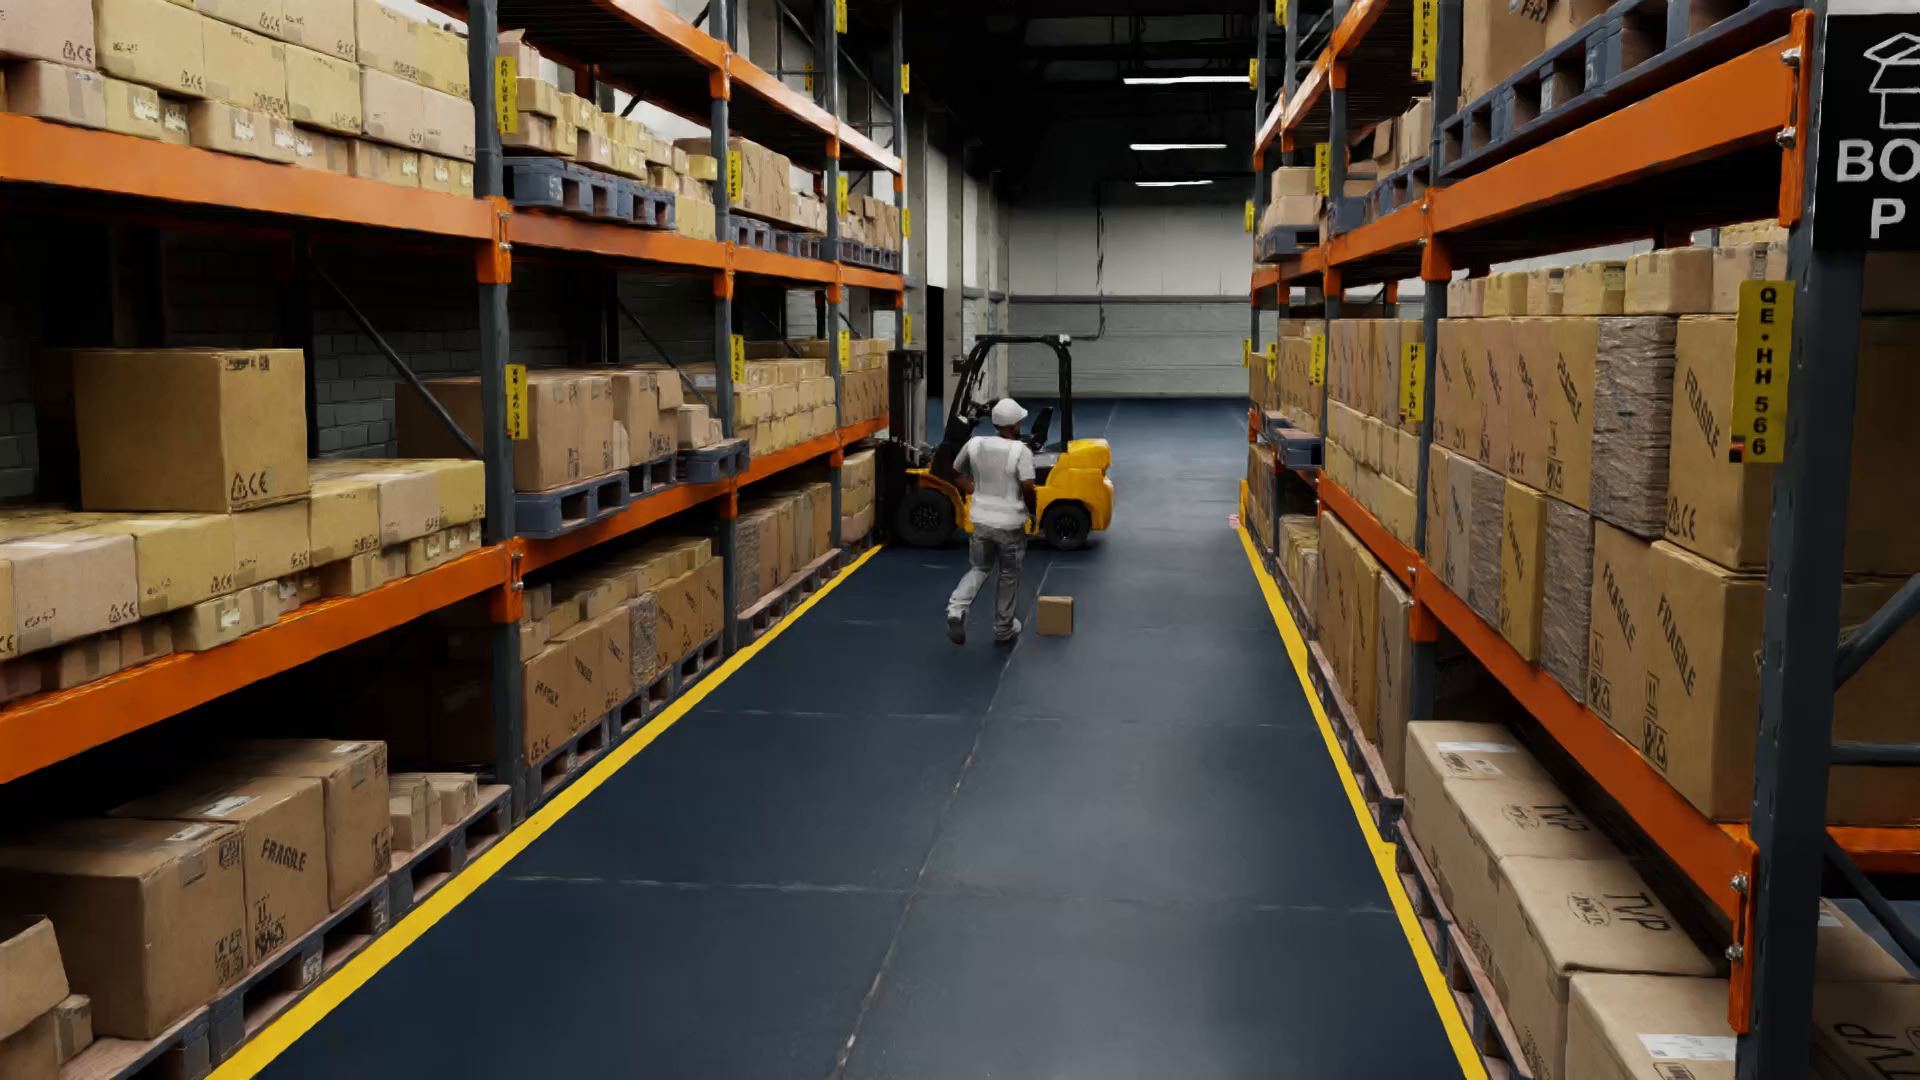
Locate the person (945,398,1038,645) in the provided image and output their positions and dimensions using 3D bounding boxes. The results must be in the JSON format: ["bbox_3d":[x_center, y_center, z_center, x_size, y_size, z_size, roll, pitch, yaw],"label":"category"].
[{"bbox_3d":[0.295,-0.122,11.702,0.719,1.765,0.851,4,9,29],"label":"person"}]
